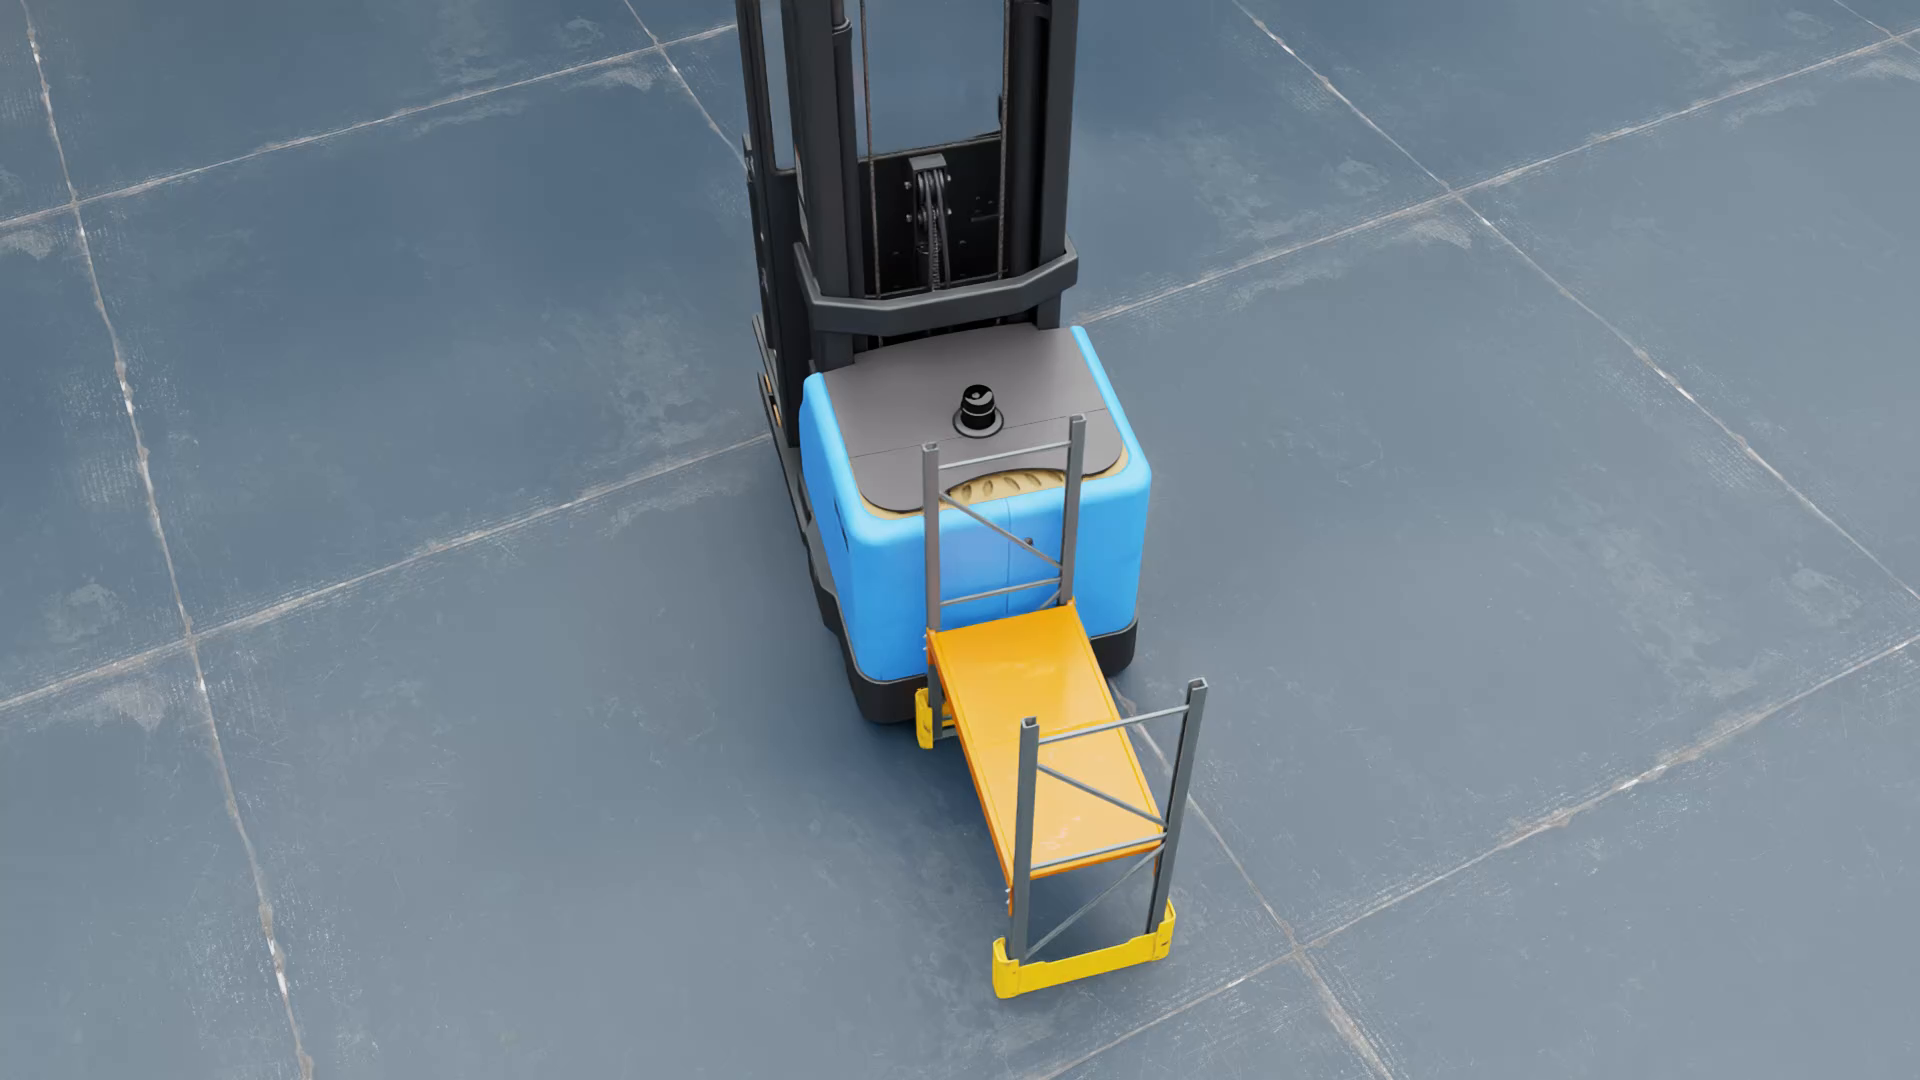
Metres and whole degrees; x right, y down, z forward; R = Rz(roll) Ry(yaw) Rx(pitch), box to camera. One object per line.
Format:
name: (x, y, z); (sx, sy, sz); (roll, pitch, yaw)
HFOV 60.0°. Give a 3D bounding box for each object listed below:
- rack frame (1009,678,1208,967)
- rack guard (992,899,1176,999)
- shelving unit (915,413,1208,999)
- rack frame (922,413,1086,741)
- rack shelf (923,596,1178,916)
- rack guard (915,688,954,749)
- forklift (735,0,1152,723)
rack frame: (0.399, 0.912, 4.848); (0.500, 1.500, 0.032); (-12, 50, -10)
rack guard: (0.394, 1.309, 5.331); (0.587, 0.250, 0.087); (-12, 50, -10)
shelving unit: (0.264, 0.536, 5.177); (0.587, 1.500, 1.083); (-12, 50, -10)
rack frame: (0.132, 0.174, 5.494); (0.500, 1.500, 0.032); (-12, 50, -10)
rack shelf: (0.266, 0.661, 5.307); (0.538, 0.185, 1.000); (-12, 50, -10)
rack guard: (0.133, 0.586, 5.964); (0.587, 0.250, 0.087); (-12, 50, -10)
forklift: (-0.233, -1.444, 5.958); (1.130, 2.935, 3.031); (-12, 50, -10)
